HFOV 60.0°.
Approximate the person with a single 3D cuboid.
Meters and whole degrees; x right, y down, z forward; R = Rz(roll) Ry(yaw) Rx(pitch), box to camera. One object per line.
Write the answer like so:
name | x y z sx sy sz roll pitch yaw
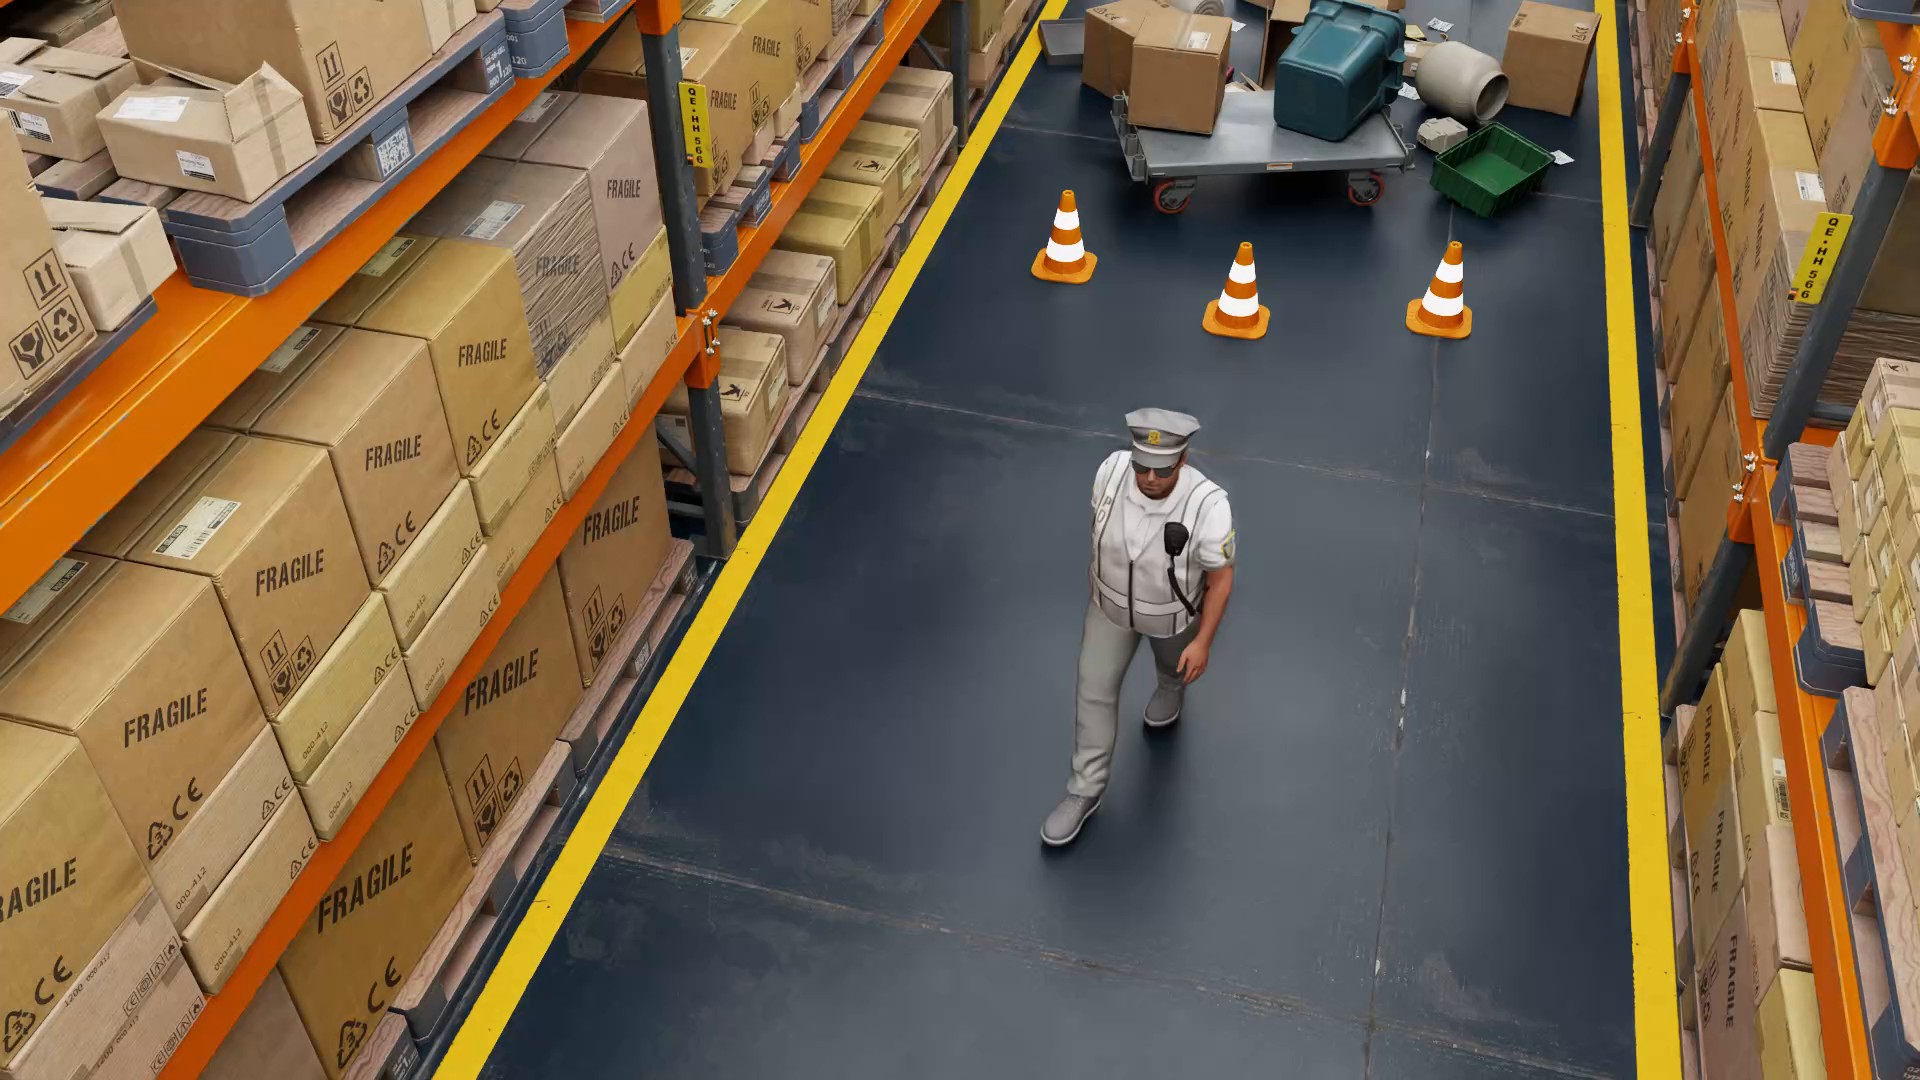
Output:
person | 0.662 0.228 5.869 0.570 1.692 1.042 15 43 16
